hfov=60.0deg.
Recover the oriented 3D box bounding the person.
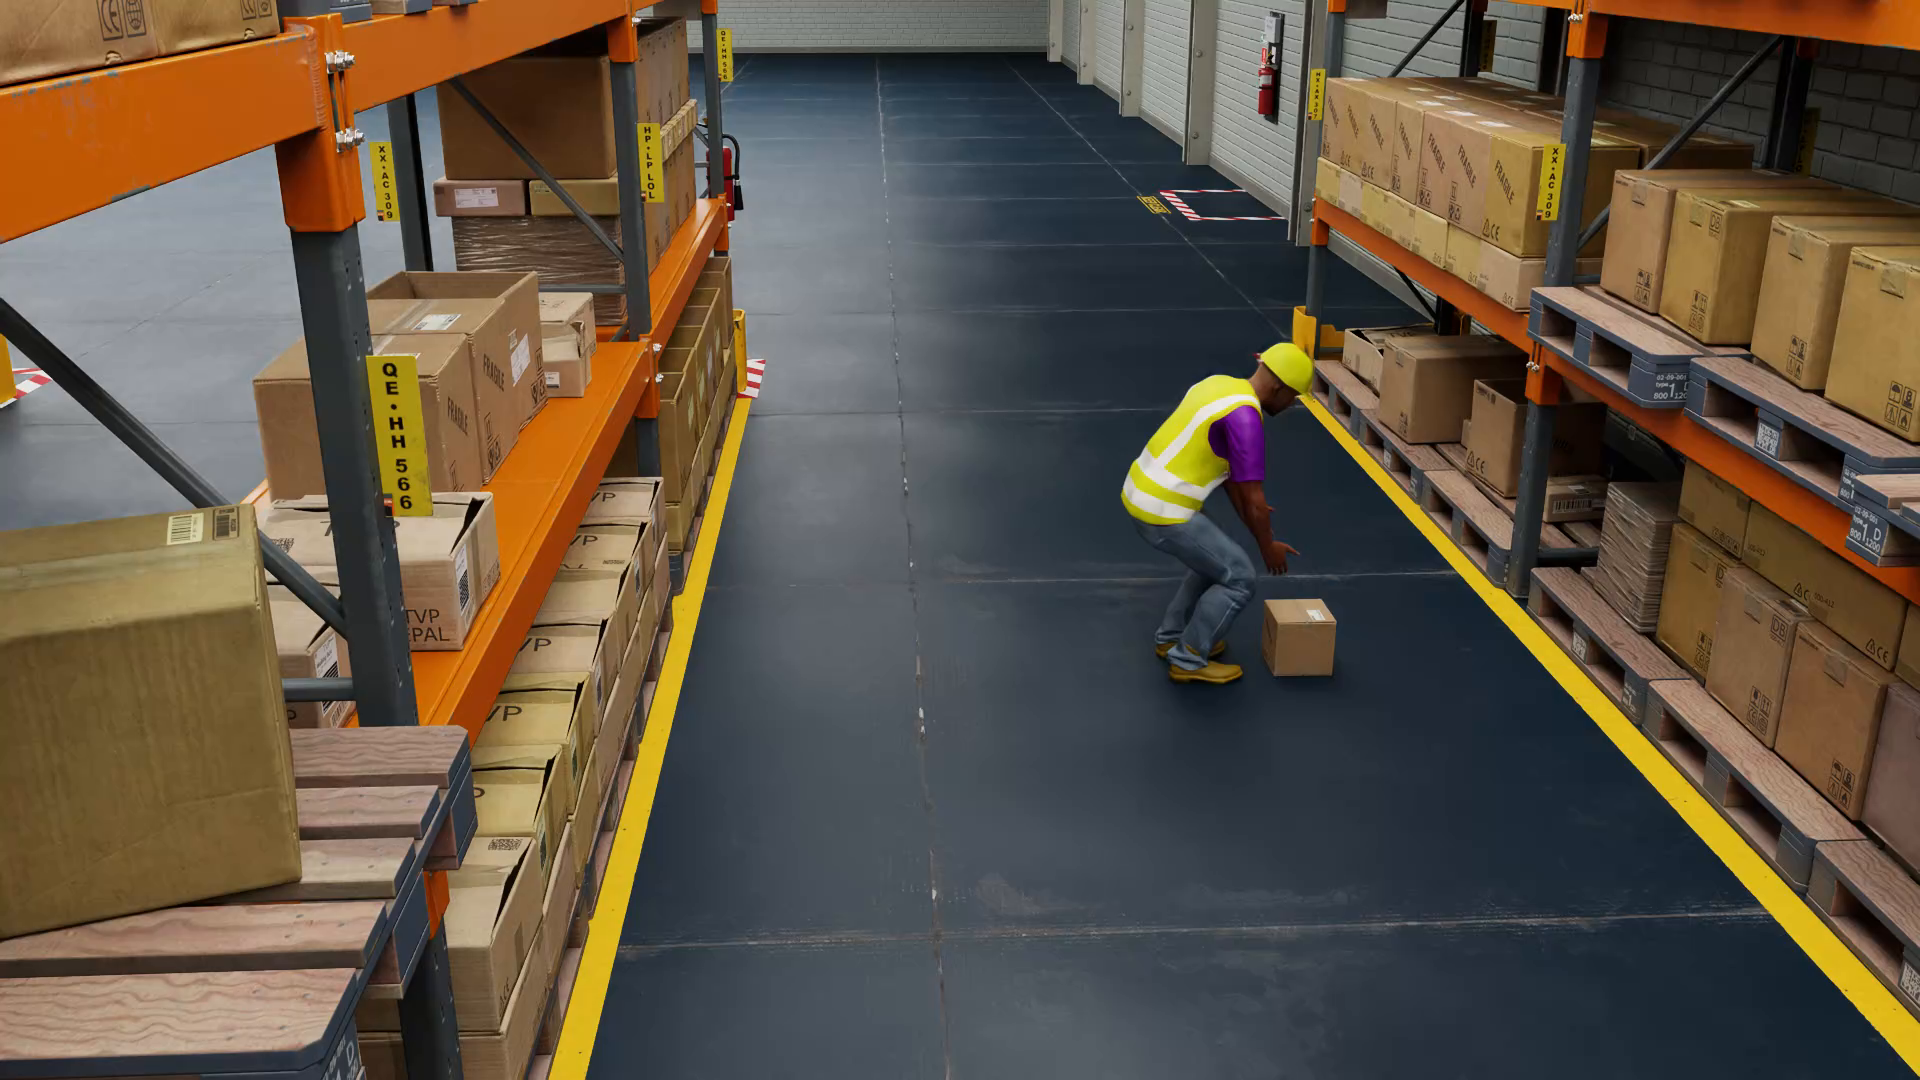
[{"bbox_3d":[1.054,-0.131,6.924,0.763,1.403,0.631,-1,20,-2],"label":"person"}]
